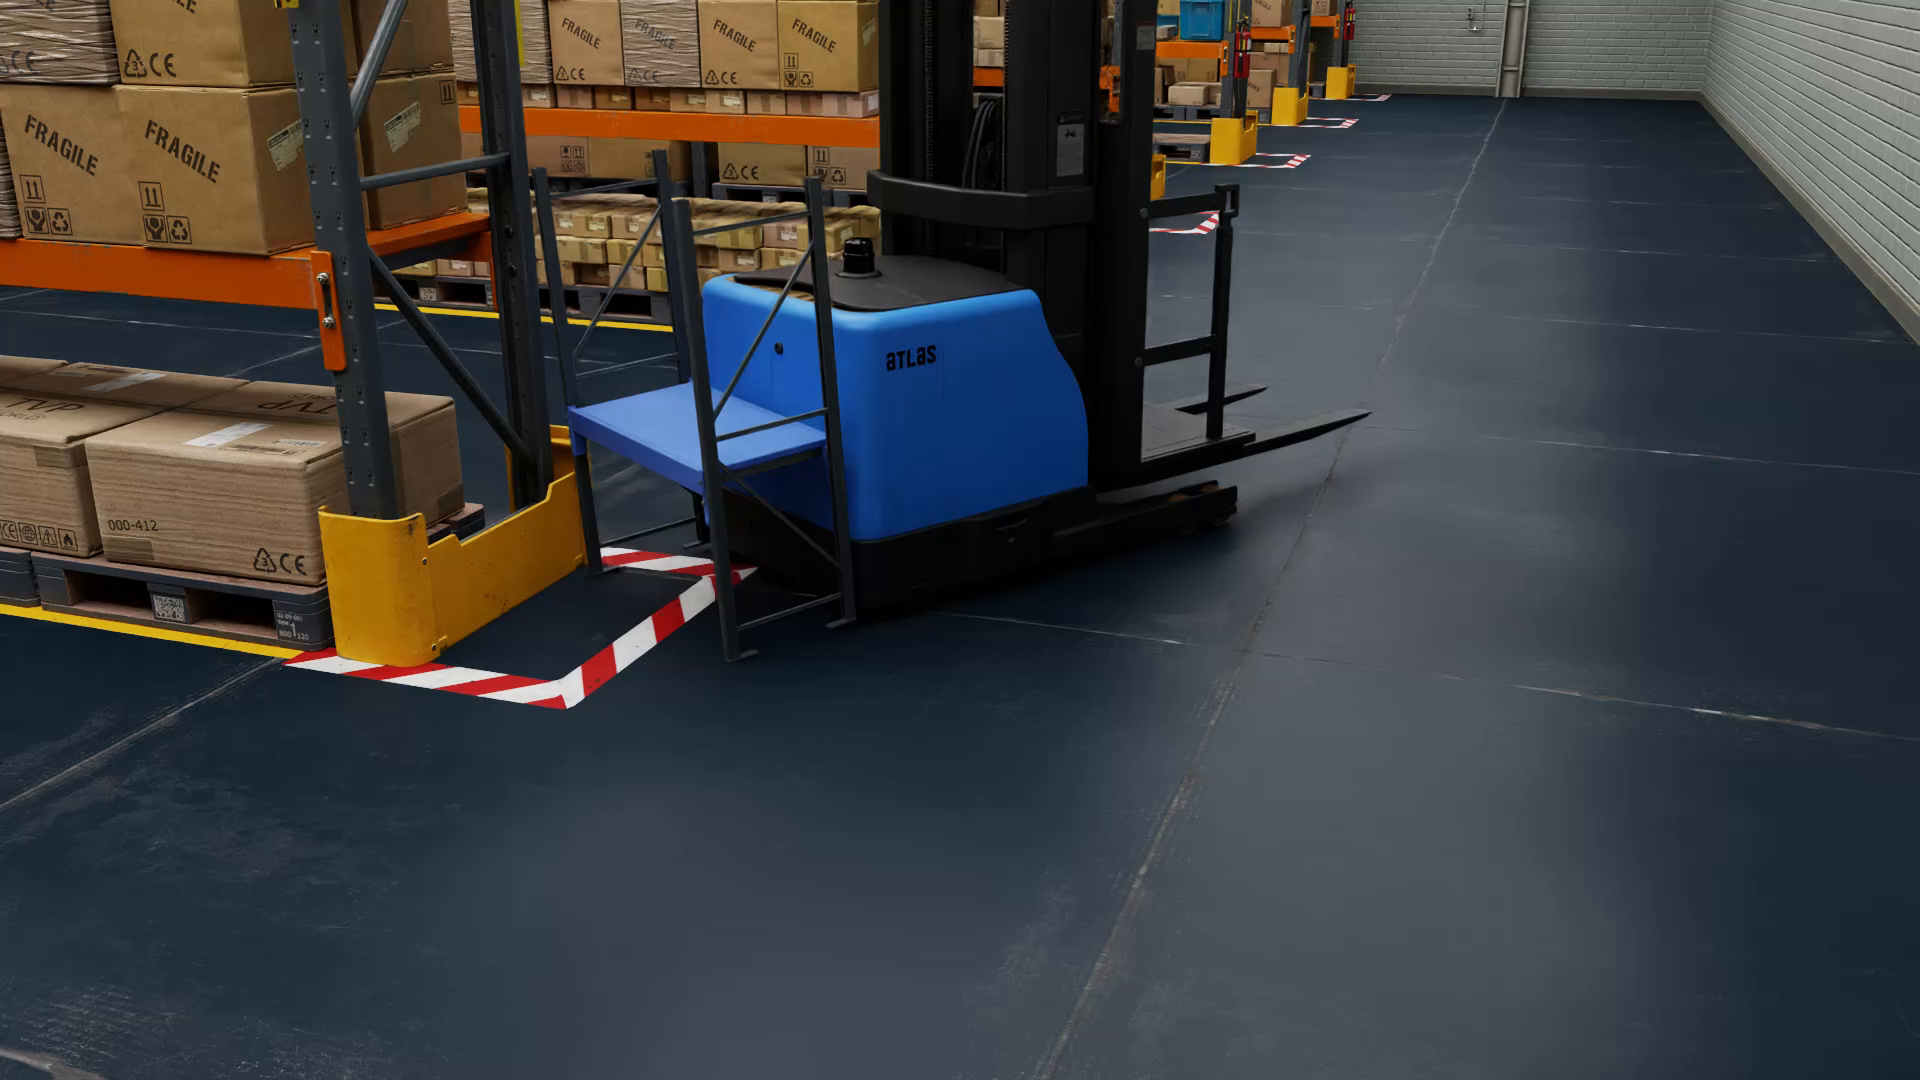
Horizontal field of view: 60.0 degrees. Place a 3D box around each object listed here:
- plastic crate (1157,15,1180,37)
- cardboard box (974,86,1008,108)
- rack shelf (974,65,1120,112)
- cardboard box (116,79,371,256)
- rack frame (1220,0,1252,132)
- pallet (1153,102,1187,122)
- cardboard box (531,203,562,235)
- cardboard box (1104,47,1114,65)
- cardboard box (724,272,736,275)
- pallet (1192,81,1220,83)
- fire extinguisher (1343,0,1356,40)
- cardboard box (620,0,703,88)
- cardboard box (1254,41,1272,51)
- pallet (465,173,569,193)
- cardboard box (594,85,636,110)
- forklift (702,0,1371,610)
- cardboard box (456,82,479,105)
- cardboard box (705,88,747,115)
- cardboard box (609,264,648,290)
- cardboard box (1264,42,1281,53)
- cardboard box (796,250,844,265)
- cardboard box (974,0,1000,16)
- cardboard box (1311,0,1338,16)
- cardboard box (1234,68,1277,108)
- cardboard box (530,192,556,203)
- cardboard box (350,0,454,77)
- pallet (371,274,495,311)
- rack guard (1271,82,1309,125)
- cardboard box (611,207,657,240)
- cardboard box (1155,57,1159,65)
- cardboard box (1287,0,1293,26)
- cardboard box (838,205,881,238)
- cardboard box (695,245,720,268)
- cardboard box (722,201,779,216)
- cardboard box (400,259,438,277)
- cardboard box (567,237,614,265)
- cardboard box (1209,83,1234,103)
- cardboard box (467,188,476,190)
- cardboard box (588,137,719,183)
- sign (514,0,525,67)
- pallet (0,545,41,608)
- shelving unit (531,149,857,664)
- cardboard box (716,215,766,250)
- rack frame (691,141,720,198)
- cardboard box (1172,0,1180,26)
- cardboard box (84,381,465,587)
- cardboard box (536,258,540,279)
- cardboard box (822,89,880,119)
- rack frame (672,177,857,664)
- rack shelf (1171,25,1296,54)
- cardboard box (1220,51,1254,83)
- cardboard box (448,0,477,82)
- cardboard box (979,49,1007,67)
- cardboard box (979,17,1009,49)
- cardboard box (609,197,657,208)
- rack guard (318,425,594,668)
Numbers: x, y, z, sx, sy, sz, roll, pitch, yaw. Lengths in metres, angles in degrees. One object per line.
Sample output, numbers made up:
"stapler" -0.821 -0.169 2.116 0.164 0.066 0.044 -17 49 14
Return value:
"plastic crate" 2.382 -5.969 19.307 0.300 0.233 0.416 7 20 18
"cardboard box" 0.013 -3.617 14.987 0.875 0.875 0.875 7 20 18
"rack shelf" -0.386 -4.156 15.036 4.000 0.370 1.077 7 20 18
"cardboard box" -2.291 -1.216 5.355 0.500 0.500 0.500 7 20 18
"rack frame" 3.129 -5.820 18.715 0.127 3.000 1.000 7 20 18
"pallet" 2.784 -6.269 24.241 1.213 0.211 1.003 7 20 18
"cardboard box" -2.777 -2.078 10.770 0.250 0.149 0.380 7 20 19
"cardboard box" 1.277 -4.302 14.743 0.250 0.149 0.380 7 20 19
"cardboard box" -1.283 -1.644 10.430 0.250 0.149 0.380 6 20 18
"pallet" 4.451 -7.778 28.569 1.213 0.211 1.003 7 20 18
"fire extinguisher" 6.371 -8.528 27.168 0.183 0.674 0.296 7 20 18
"cardboard box" -1.695 -3.014 10.062 0.500 0.500 0.500 7 20 18
"cardboard box" 5.155 -8.399 28.289 0.250 0.149 0.380 7 20 19
"pallet" -4.185 -3.586 16.544 1.213 0.211 1.003 7 20 18
"cardboard box" -2.064 -2.767 10.340 0.250 0.149 0.380 7 20 19
"forklift" 0.496 -1.521 6.486 3.031 2.935 1.130 -15 24 -37
"cardboard box" -3.046 -2.881 10.667 0.250 0.149 0.380 6 20 16
"cardboard box" -1.333 -2.659 10.028 0.250 0.149 0.380 7 20 20
"cardboard box" -2.033 -1.711 10.620 0.250 0.149 0.380 7 20 19
"cardboard box" 5.263 -8.254 27.871 0.250 0.149 0.380 7 20 20
"cardboard box" -0.812 -1.710 10.165 0.250 0.149 0.380 6 20 17
"cardboard box" 0.175 -4.948 14.849 0.500 0.500 0.500 6 20 17
"cardboard box" 5.895 -9.094 27.652 0.700 0.700 0.980 7 21 21
"cardboard box" 4.164 -6.369 23.420 0.500 0.500 0.500 7 20 18
"cardboard box" -2.865 -2.264 11.304 0.250 0.149 0.380 7 20 20
"cardboard box" -2.108 -1.858 5.680 0.500 0.500 0.500 6 20 17
"pallet" -3.352 -1.802 11.426 1.213 0.211 1.003 7 20 18
"rack guard" 4.686 -6.188 23.568 0.348 0.500 1.175 7 20 18
"cardboard box" -2.016 -2.016 10.592 0.250 0.149 0.380 6 20 16
"cardboard box" 3.275 -8.238 28.811 0.500 0.500 0.700 7 20 19
"cardboard box" 4.426 -7.537 23.489 0.500 0.500 0.500 7 20 19
"cardboard box" -0.603 -2.044 10.672 0.250 0.149 0.380 6 20 16
"cardboard box" -1.523 -1.826 10.499 0.250 0.149 0.380 6 20 17
"cardboard box" -1.360 -2.104 10.846 0.250 0.149 0.380 6 20 15
"cardboard box" -3.508 -1.865 11.062 0.250 0.149 0.380 7 20 20
"cardboard box" -2.302 -1.872 10.630 0.250 0.149 0.380 7 20 19
"cardboard box" 3.865 -6.470 24.089 0.500 0.250 0.500 7 20 18
"cardboard box" -3.576 -2.356 11.568 0.250 0.149 0.380 7 20 20
"cardboard box" -2.886 -3.970 15.998 0.875 0.875 1.225 7 20 18
"sign" -1.561 -1.817 5.796 0.005 0.325 0.100 7 20 18
"pallet" -3.678 -0.076 6.475 1.213 0.211 1.003 7 20 18
"shelving unit" -0.906 -0.495 5.669 0.538 1.500 1.048 -18 26 -33
"cardboard box" -1.308 -1.894 10.241 0.250 0.149 0.380 6 20 17
"rack frame" -2.275 -4.712 15.537 0.127 3.000 1.000 7 20 18
"cardboard box" 3.285 -7.481 23.329 0.500 0.500 0.500 7 20 18
"cardboard box" -2.405 -0.227 5.926 0.875 0.438 0.875 6 20 16
"cardboard box" -2.734 -1.824 10.945 0.250 0.149 0.380 6 20 16
"cardboard box" -0.620 -2.577 9.795 0.250 0.149 0.380 7 20 18
"rack frame" -0.600 -0.362 5.286 0.500 1.500 0.032 -18 26 -33
"rack shelf" 2.869 -7.236 23.871 4.000 0.370 1.077 7 20 18
"cardboard box" 4.738 -8.071 28.333 0.500 0.500 0.700 6 20 16
"cardboard box" -3.143 -3.185 10.553 0.500 0.500 0.500 7 20 18
"cardboard box" 0.340 -4.180 14.392 0.250 0.149 0.380 7 20 19
"cardboard box" 0.480 -4.374 14.344 0.500 0.250 0.500 6 20 17
"cardboard box" -2.121 -2.177 11.055 0.250 0.149 0.380 7 20 18
"rack guard" -1.726 -0.016 5.862 0.348 0.500 1.175 7 20 18
